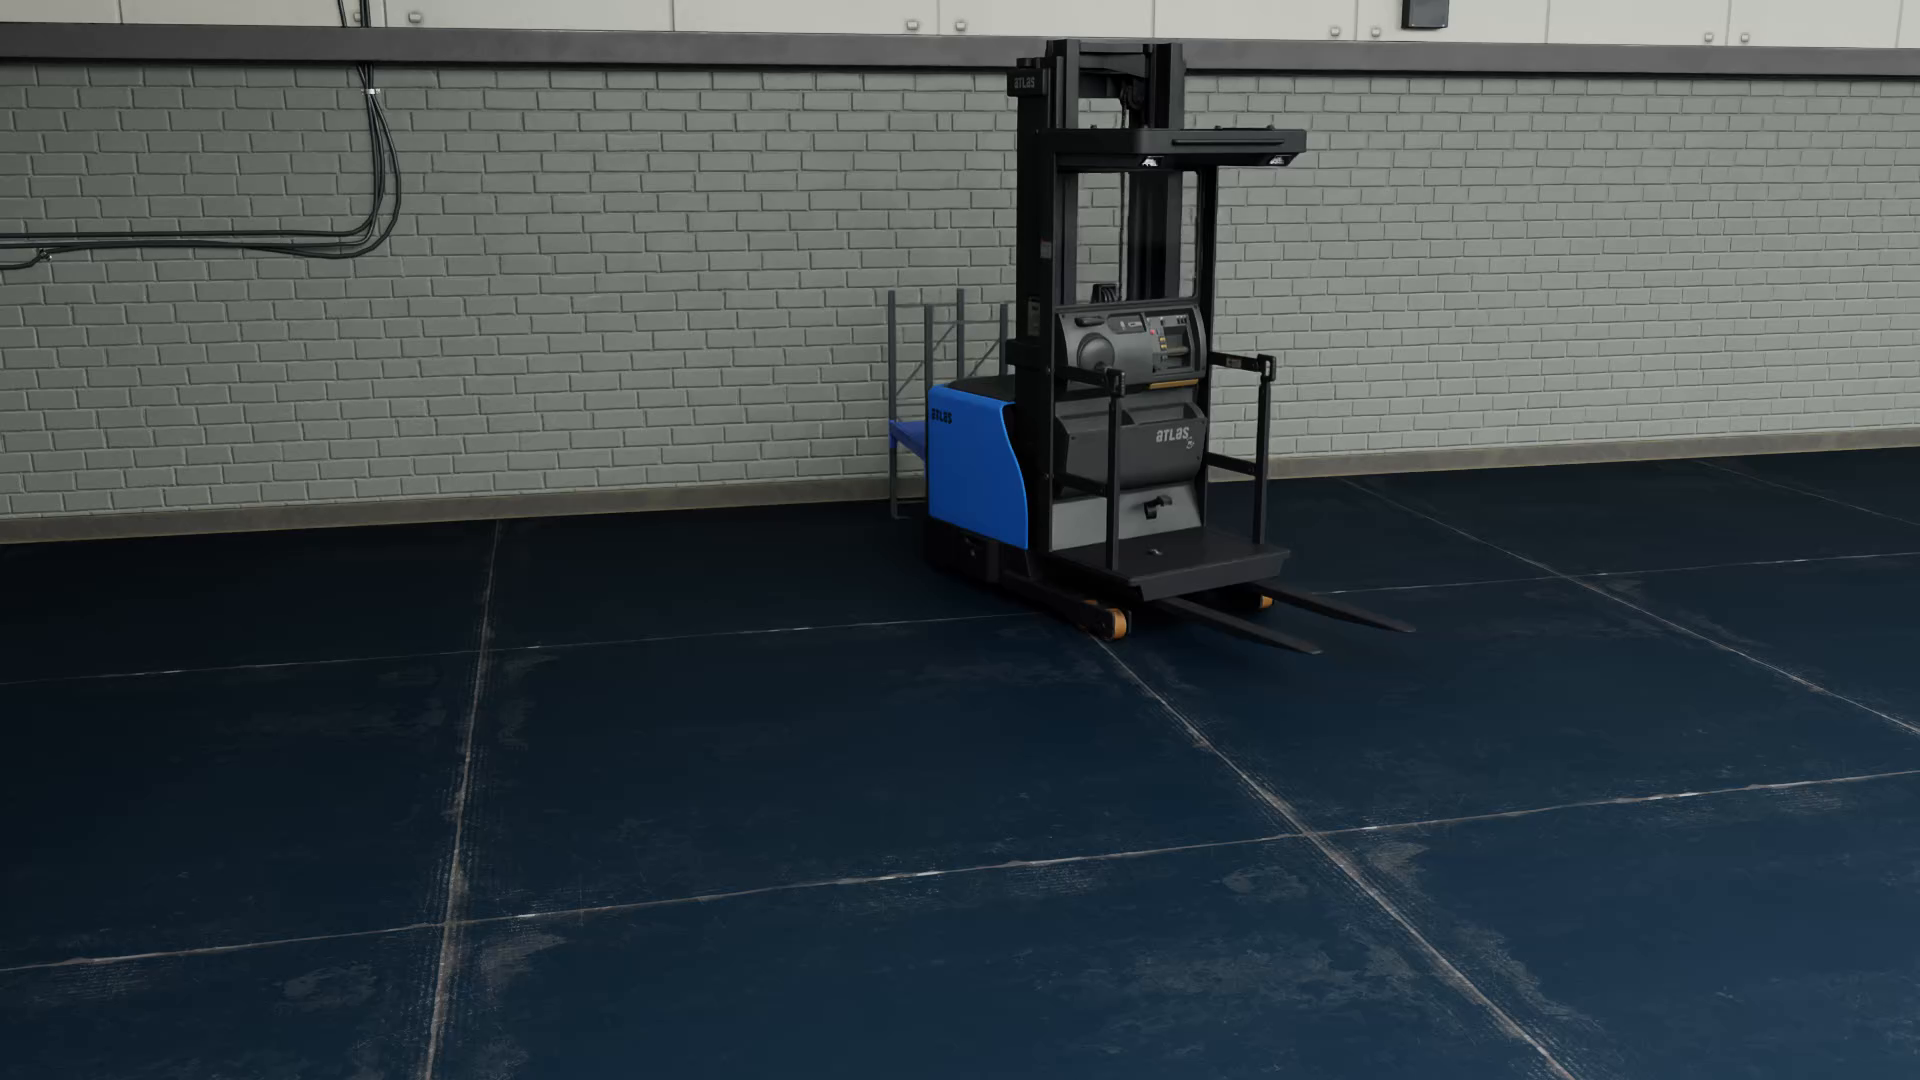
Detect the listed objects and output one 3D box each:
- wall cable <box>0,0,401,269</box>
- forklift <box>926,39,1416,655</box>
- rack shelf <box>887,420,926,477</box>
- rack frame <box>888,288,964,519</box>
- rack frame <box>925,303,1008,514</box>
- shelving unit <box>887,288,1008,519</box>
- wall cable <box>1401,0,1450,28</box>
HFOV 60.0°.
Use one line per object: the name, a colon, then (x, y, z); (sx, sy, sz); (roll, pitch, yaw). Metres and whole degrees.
wall cable: (-4.987, -2.886, 9.821); (3.097, 2.526, 0.112); (-3, 14, -13)
forklift: (1.026, -1.045, 8.529); (1.130, 2.935, 3.031); (-9, 16, -32)
rack shelf: (-0.089, -0.595, 10.461); (0.538, 0.185, 1.000); (-4, 14, -14)
rack frame: (-0.217, -0.887, 10.897); (0.500, 1.500, 0.032); (-4, 14, -14)
rack frame: (0.038, -0.653, 9.941); (0.500, 1.500, 0.032); (-4, 14, -14)
shelving unit: (-0.089, -0.770, 10.419); (0.538, 1.500, 1.048); (-4, 14, -14)
wall cable: (4.245, -6.572, 11.200); (2.305, 6.003, 0.169); (-3, 14, -13)
